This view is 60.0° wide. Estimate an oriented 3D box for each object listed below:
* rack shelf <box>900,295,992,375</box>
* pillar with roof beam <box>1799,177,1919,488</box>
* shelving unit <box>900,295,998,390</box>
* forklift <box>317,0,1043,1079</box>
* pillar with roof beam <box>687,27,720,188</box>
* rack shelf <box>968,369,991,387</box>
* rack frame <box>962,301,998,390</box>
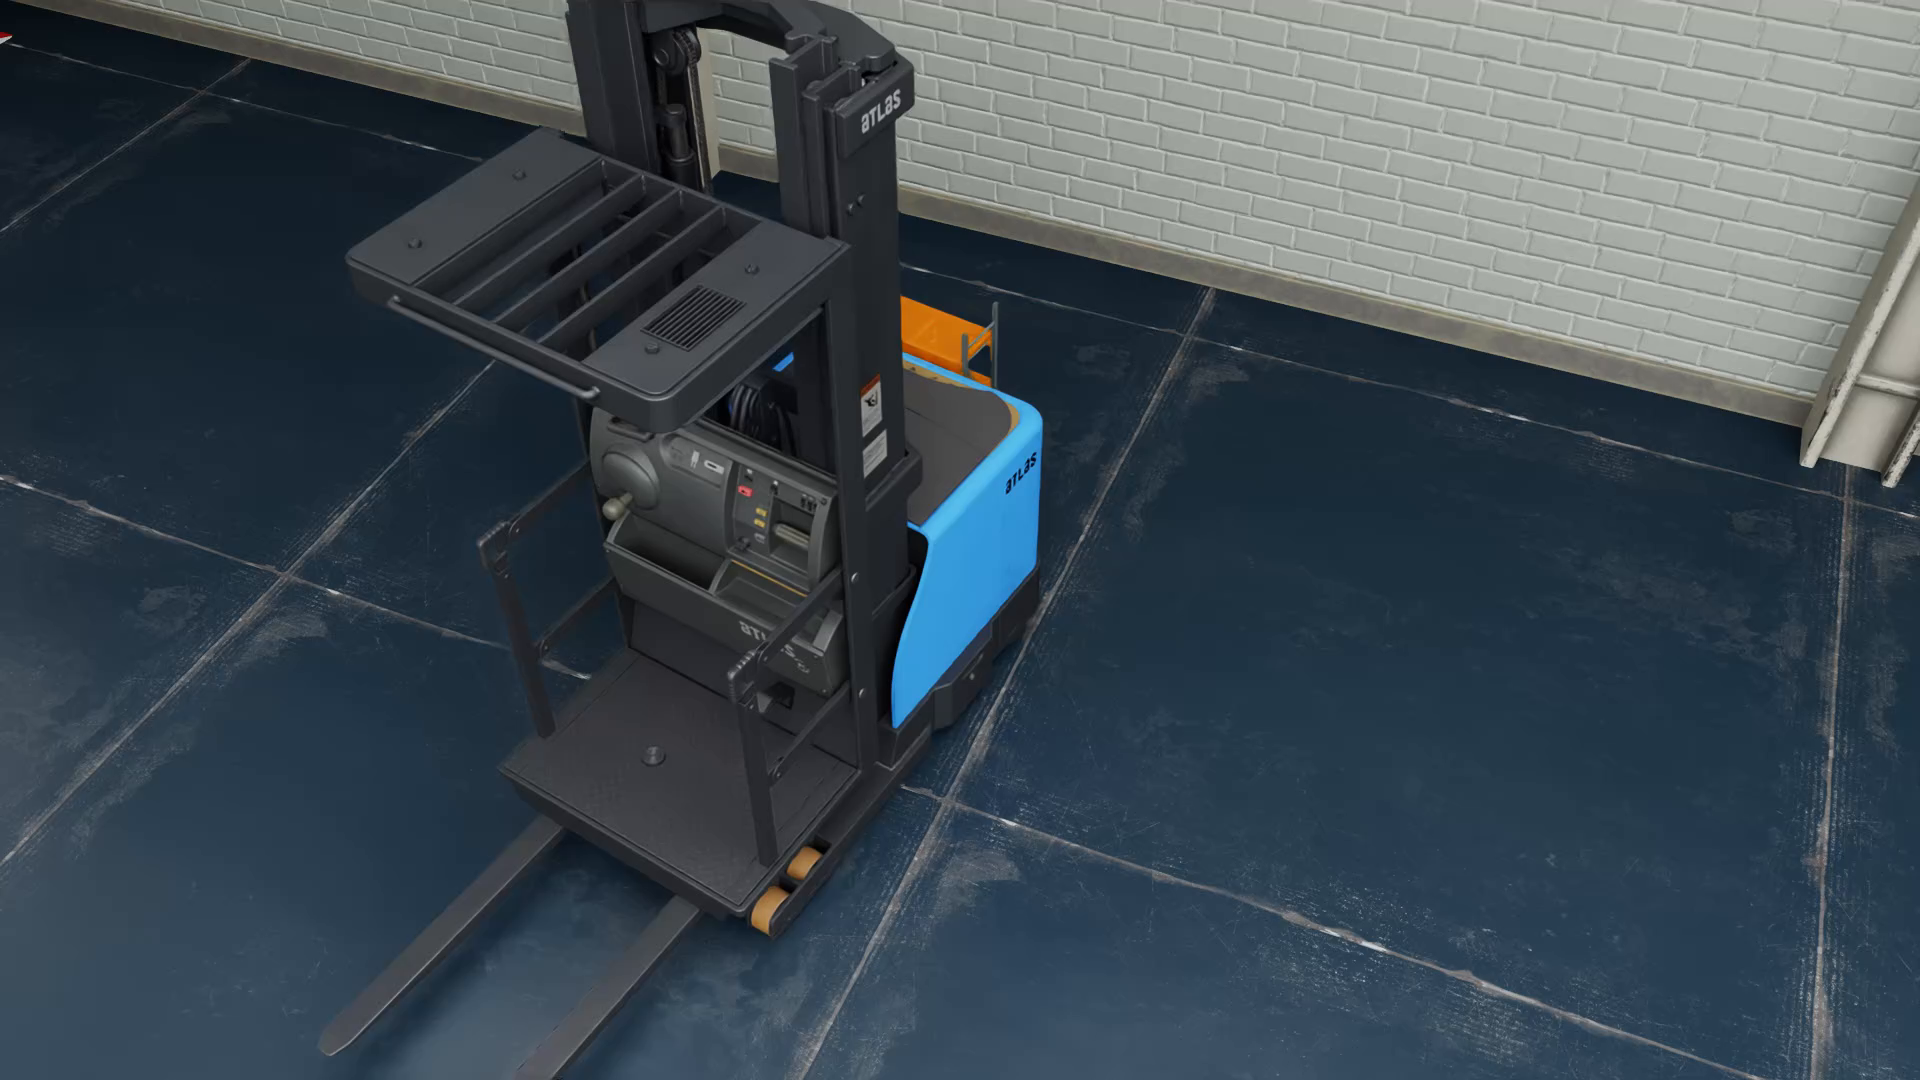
[{"bbox_3d":[-0.131,-0.775,6.460,0.480,0.148,0.258,24,50,22],"label":"rack shelf"},{"bbox_3d":[2.334,-0.770,1.482,0.400,9.000,9.100,16,47,16],"label":"pillar with roof beam"},{"bbox_3d":[-0.131,-0.496,6.737,0.503,1.200,0.258,24,50,22],"label":"shelving unit"},{"bbox_3d":[-0.904,-0.068,5.079,1.130,2.935,3.031,25,50,23],"label":"forklift"},{"bbox_3d":[-3.203,-2.399,3.120,0.400,9.000,9.100,16,47,16],"label":"pillar with roof beam"},{"bbox_3d":[-0.131,-0.607,6.626,0.480,0.148,0.258,24,50,22],"label":"rack shelf"},{"bbox_3d":[0.076,-0.405,6.645,0.015,1.200,0.240,24,50,22],"label":"rack frame"}]
